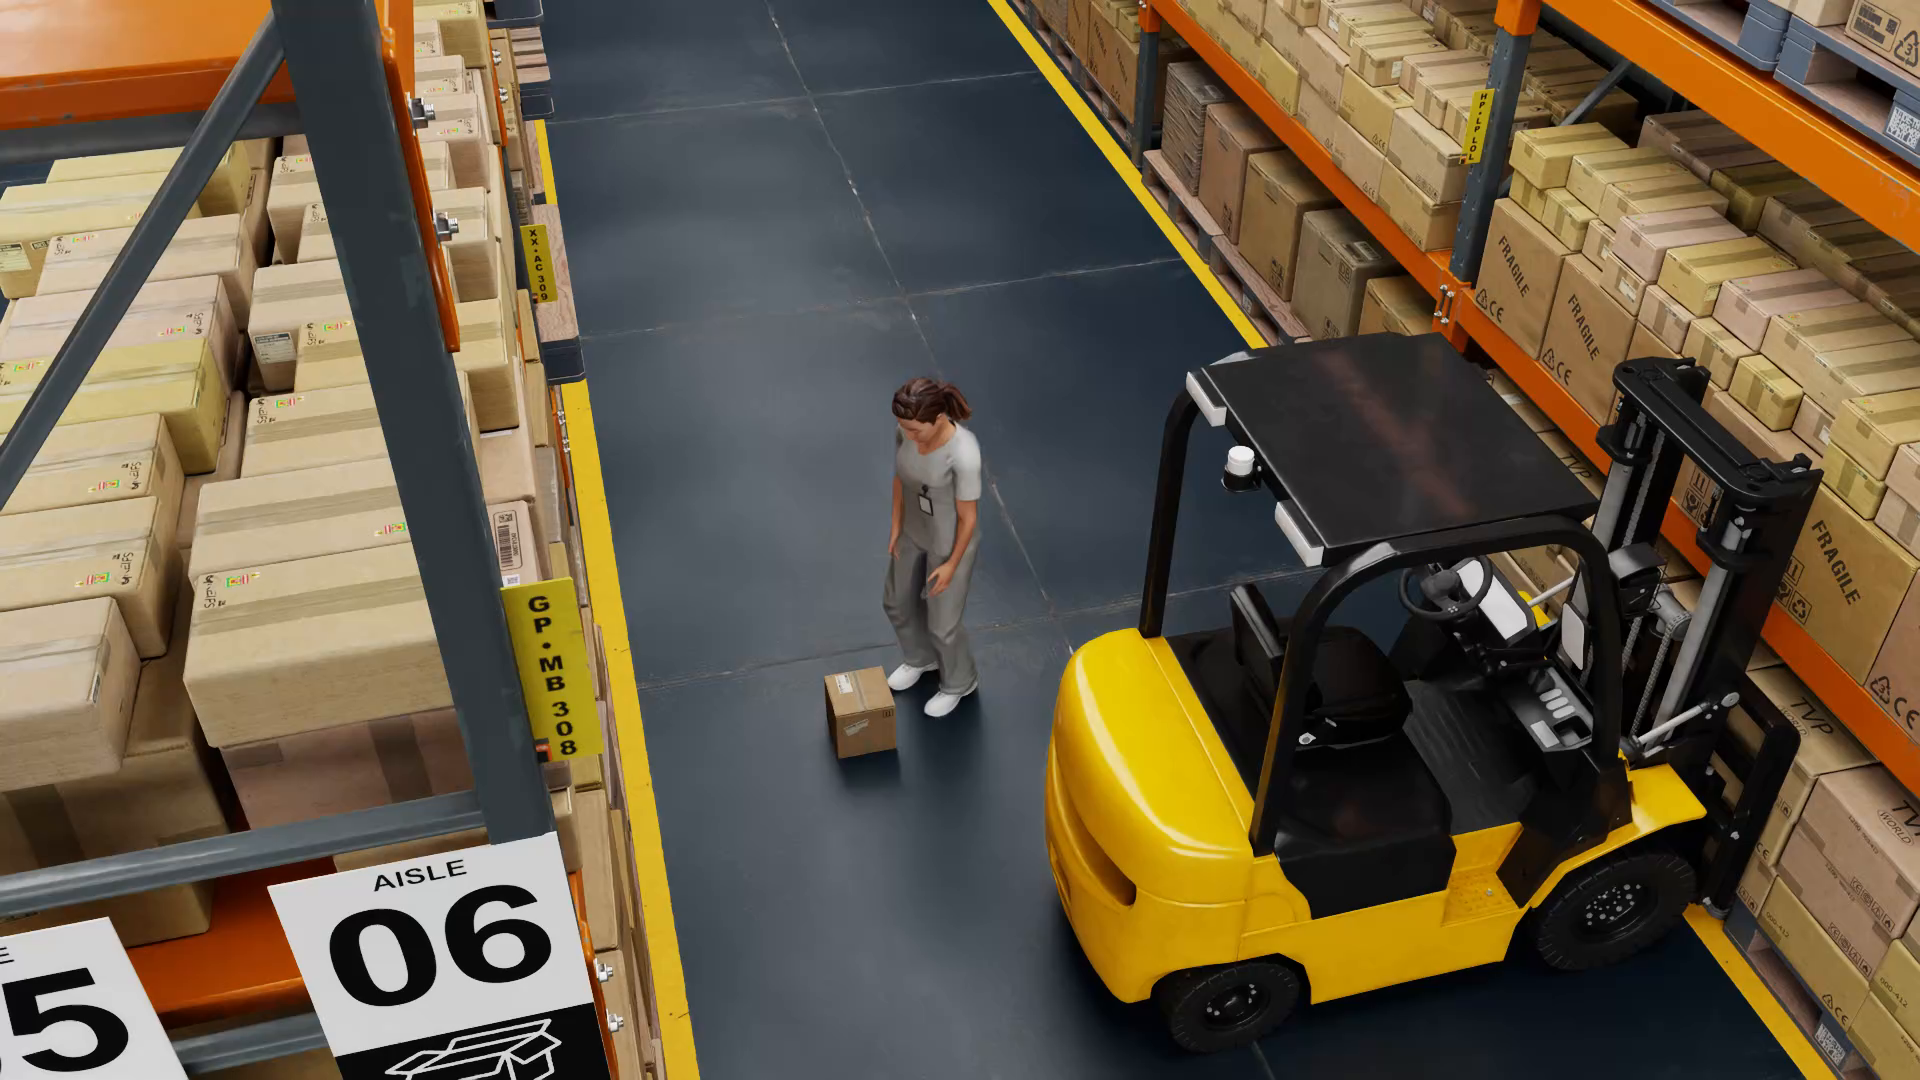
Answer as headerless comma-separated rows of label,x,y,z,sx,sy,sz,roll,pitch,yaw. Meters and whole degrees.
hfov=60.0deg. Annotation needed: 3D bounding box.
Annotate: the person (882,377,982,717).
person,-0.100,0.015,6.734,0.367,1.637,0.458,-30,47,-32
